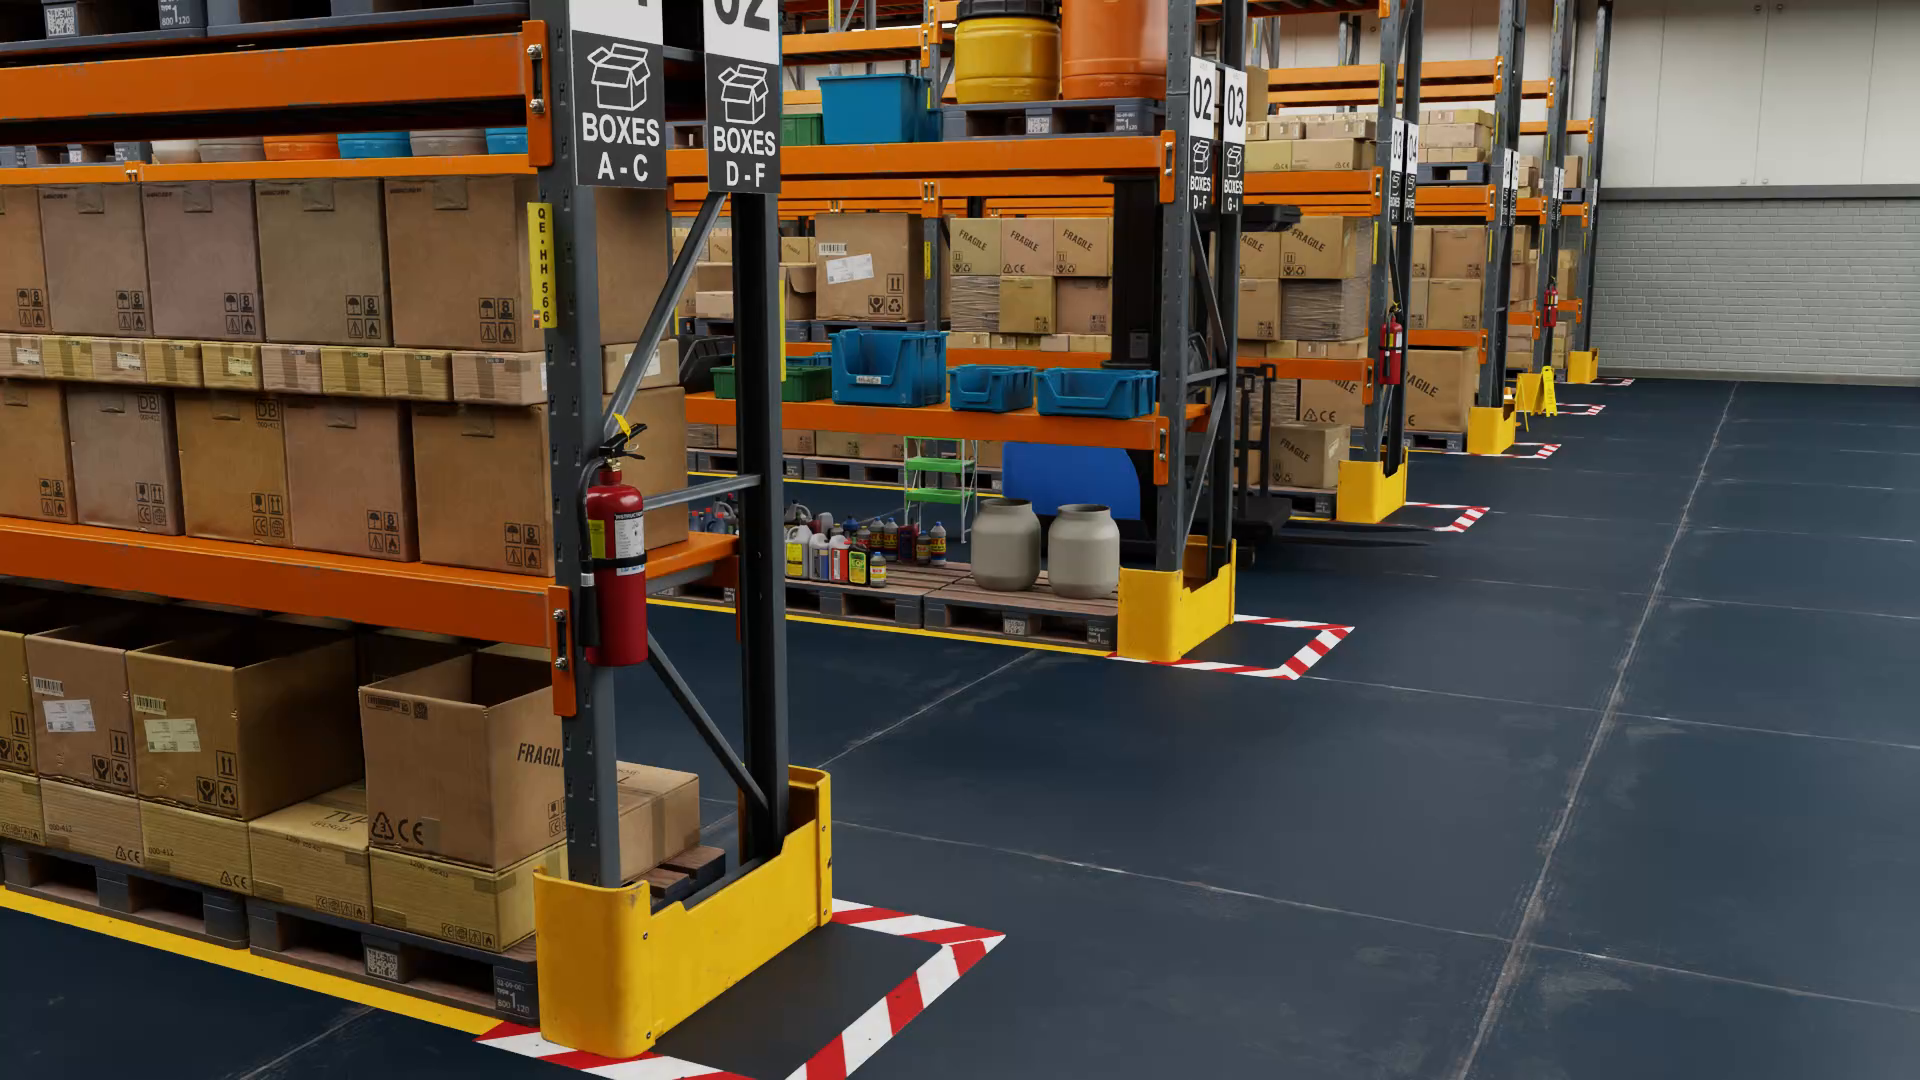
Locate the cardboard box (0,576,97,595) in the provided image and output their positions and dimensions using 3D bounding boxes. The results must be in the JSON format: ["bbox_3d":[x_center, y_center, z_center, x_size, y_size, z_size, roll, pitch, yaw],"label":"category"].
[{"bbox_3d":[-3.478,0.383,6.629,0.500,0.500,0.500,5,11,26],"label":"cardboard box"}]

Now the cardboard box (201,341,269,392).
[{"bbox_3d":[-2.198,-0.572,5.364,0.250,0.149,0.380,5,12,28],"label":"cardboard box"}]

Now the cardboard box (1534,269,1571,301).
[{"bbox_3d":[9.560,-4.126,26.824,0.500,0.500,0.500,5,11,25],"label":"cardboard box"}]

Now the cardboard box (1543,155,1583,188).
[{"bbox_3d":[9.613,-5.857,26.506,0.500,0.500,0.500,5,12,28],"label":"cardboard box"}]

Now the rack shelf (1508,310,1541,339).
[{"bbox_3d":[6.131,-3.090,23.403,4.000,0.370,1.077,5,11,26],"label":"rack shelf"}]

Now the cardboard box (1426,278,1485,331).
[{"bbox_3d":[5.473,-2.584,18.165,0.550,0.550,0.875,5,11,26],"label":"cardboard box"}]

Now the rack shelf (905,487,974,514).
[{"bbox_3d":[-0.148,-0.304,12.750,0.480,0.148,0.258,5,11,26],"label":"rack shelf"}]

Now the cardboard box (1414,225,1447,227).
[{"bbox_3d":[6.417,-4.045,22.732,0.500,0.500,0.700,5,11,25],"label":"cardboard box"}]

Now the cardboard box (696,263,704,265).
[{"bbox_3d":[-3.383,-3.583,21.959,0.250,0.149,0.380,5,12,28],"label":"cardboard box"}]

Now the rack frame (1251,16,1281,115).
[{"bbox_3d":[4.338,-6.554,23.676,0.127,3.000,1.000,5,11,26],"label":"rack frame"}]

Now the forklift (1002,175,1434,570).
[{"bbox_3d":[1.866,-1.338,11.891,3.031,2.935,1.130,3,11,19],"label":"forklift"}]

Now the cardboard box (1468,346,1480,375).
[{"bbox_3d":[7.091,-2.531,22.728,0.500,0.500,0.500,5,11,26],"label":"cardboard box"}]

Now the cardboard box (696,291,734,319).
[{"bbox_3d":[-2.233,-2.299,16.250,0.500,0.250,0.500,5,11,24],"label":"cardboard box"}]

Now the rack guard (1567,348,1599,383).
[{"bbox_3d":[10.139,-2.848,27.063,0.348,0.500,1.175,5,11,26],"label":"rack guard"}]

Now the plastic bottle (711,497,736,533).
[{"bbox_3d":[-1.597,-0.114,11.138,0.185,0.351,0.144,5,11,26],"label":"plastic bottle"}]

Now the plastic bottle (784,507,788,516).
[{"bbox_3d":[-1.197,-0.082,11.153,0.133,0.283,0.061,6,12,30],"label":"plastic bottle"}]

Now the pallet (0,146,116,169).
[{"bbox_3d":[-7.648,-3.107,13.581,1.213,0.211,1.003,5,11,26],"label":"pallet"}]

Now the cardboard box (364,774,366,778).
[{"bbox_3d":[-2.127,0.868,6.053,0.500,0.250,0.500,5,11,26],"label":"cardboard box"}]

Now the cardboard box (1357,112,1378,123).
[{"bbox_3d":[4.464,-4.541,17.984,0.250,0.149,0.380,5,11,26],"label":"cardboard box"}]

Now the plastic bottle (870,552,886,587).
[{"bbox_3d":[-0.492,0.173,9.976,0.097,0.201,0.097,0,10,0],"label":"plastic bottle"}]

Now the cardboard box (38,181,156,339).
[{"bbox_3d":[-2.683,-0.973,5.757,0.500,0.500,0.700,5,11,26],"label":"cardboard box"}]

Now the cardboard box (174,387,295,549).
[{"bbox_3d":[-2.175,-0.291,5.635,0.500,0.500,0.700,5,11,26],"label":"cardboard box"}]

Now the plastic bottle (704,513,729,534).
[{"bbox_3d":[-1.529,0.003,10.491,0.185,0.351,0.144,4,11,23],"label":"plastic bottle"}]

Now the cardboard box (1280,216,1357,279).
[{"bbox_3d":[2.938,-2.396,13.620,0.500,0.500,0.500,5,11,26],"label":"cardboard box"}]

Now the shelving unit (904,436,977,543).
[{"bbox_3d":[-0.148,-0.603,12.695,0.503,1.200,0.258,5,11,26],"label":"shelving unit"}]

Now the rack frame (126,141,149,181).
[{"bbox_3d":[-5.826,-1.544,12.836,0.127,3.000,1.000,5,11,26],"label":"rack frame"}]

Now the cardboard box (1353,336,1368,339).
[{"bbox_3d":[3.390,-1.641,14.080,0.250,0.149,0.380,5,11,26],"label":"cardboard box"}]

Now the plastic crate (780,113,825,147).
[{"bbox_3d":[-0.944,-2.432,9.919,0.450,0.188,0.336,5,11,26],"label":"plastic crate"}]

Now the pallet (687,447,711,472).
[{"bbox_3d":[-2.934,-0.901,17.114,1.213,0.211,1.003,5,11,26],"label":"pallet"}]

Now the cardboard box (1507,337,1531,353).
[{"bbox_3d":[9.098,-3.209,27.177,0.500,0.250,0.500,5,11,25],"label":"cardboard box"}]

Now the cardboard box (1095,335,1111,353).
[{"bbox_3d":[1.364,-1.715,14.487,0.250,0.149,0.380,5,11,26],"label":"cardboard box"}]

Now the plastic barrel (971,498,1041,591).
[{"bbox_3d":[0.275,0.025,9.974,0.421,0.512,0.421,0,10,0],"label":"plastic barrel"}]

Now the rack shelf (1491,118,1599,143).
[{"bbox_3d":[8.324,-6.639,27.287,4.000,0.370,1.077,5,11,26],"label":"rack shelf"}]

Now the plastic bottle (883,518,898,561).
[{"bbox_3d":[-0.447,-0.007,10.770,0.097,0.271,0.097,0,10,0],"label":"plastic bottle"}]

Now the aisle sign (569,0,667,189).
[{"bbox_3d":[-0.918,-1.349,4.464,0.004,0.787,0.394,5,11,26],"label":"aisle sign"}]

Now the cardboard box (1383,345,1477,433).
[{"bbox_3d":[5.188,-1.692,18.445,0.875,0.875,0.875,5,11,26],"label":"cardboard box"}]

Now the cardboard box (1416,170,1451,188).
[{"bbox_3d":[6.429,-4.913,22.615,0.500,0.250,0.500,5,12,27],"label":"cardboard box"}]

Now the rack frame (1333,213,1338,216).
[{"bbox_3d":[6.531,-4.395,28.592,0.127,3.000,1.000,5,11,26],"label":"rack frame"}]

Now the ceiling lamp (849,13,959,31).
[{"bbox_3d":[-0.864,-10.433,28.717,2.000,3.185,0.800,5,11,26],"label":"ceiling lamp"}]

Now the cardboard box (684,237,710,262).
[{"bbox_3d":[-4.294,-4.847,27.999,0.500,0.500,0.500,5,11,27],"label":"cardboard box"}]

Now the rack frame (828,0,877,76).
[{"bbox_3d":[-1.349,-6.071,21.005,0.127,3.000,1.000,5,11,26],"label":"rack frame"}]

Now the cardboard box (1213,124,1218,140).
[{"bbox_3d":[2.275,-3.373,13.825,0.250,0.149,0.380,5,11,26],"label":"cardboard box"}]

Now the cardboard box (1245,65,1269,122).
[{"bbox_3d":[2.328,-3.782,14.261,0.500,0.500,0.500,5,11,26],"label":"cardboard box"}]

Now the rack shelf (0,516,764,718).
[{"bbox_3d":[-2.640,0.074,5.918,4.000,0.370,1.077,5,11,26],"label":"rack shelf"}]

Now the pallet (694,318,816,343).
[{"bbox_3d":[-1.841,-2.091,16.398,1.213,0.211,1.003,5,11,26],"label":"pallet"}]

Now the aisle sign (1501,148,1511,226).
[{"bbox_3d":[5.756,-3.714,17.529,0.004,0.787,0.394,5,11,26],"label":"aisle sign"}]

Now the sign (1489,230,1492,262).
[{"bbox_3d":[5.573,-3.089,17.459,0.005,0.325,0.100,5,11,26],"label":"sign"}]

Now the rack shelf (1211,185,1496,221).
[{"bbox_3d":[4.032,-3.768,18.724,4.000,0.370,1.077,5,11,26],"label":"rack shelf"}]

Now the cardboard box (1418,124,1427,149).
[{"bbox_3d":[4.815,-4.326,17.915,0.500,0.250,0.500,5,11,26],"label":"cardboard box"}]

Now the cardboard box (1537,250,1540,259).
[{"bbox_3d":[9.469,-4.604,26.807,0.250,0.149,0.380,5,11,26],"label":"cardboard box"}]

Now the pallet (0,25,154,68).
[{"bbox_3d":[-3.657,-1.807,6.117,1.213,0.211,1.003,5,11,26],"label":"pallet"}]

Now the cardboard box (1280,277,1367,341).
[{"bbox_3d":[3.059,-1.947,13.952,0.500,0.500,0.875,5,11,26],"label":"cardboard box"}]

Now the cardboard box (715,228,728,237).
[{"bbox_3d":[-3.896,-5.143,27.813,0.250,0.149,0.380,5,11,25],"label":"cardboard box"}]

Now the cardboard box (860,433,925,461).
[{"bbox_3d":[-0.588,-1.058,15.935,0.500,0.500,0.700,4,11,21],"label":"cardboard box"}]

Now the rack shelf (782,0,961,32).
[{"bbox_3d":[-1.043,-8.308,26.056,4.000,0.370,1.077,5,11,26],"label":"rack shelf"}]
